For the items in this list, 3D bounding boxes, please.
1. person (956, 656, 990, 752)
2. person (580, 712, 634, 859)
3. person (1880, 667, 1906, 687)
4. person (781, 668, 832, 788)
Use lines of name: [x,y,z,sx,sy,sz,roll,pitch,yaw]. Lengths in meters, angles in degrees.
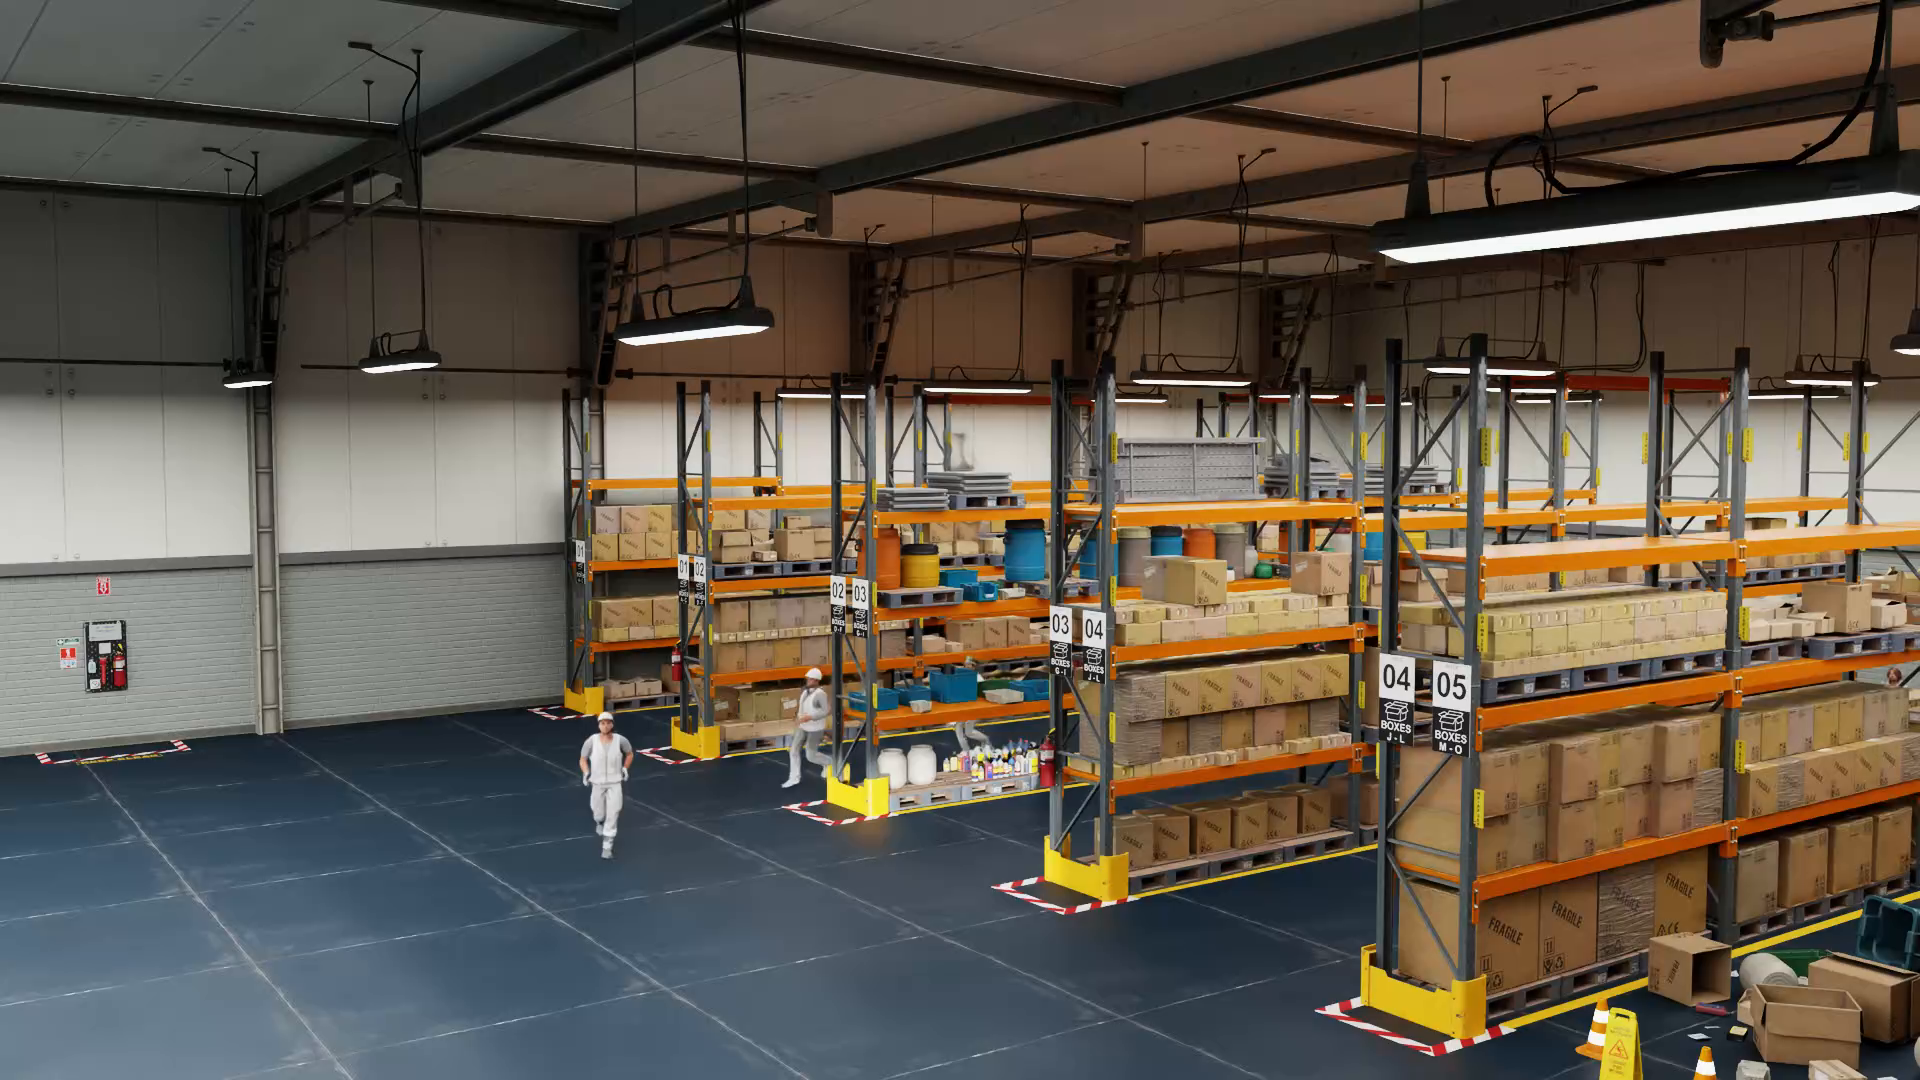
person: [0.174,2.646,26.362,0.589,1.647,0.615,-3,5,-42]
person: [-4.342,2.984,20.473,0.655,1.759,0.744,-1,4,-13]
person: [14.387,2.771,25.670,0.531,1.454,0.528,3,5,42]
person: [-2.136,2.742,24.331,0.862,1.764,0.697,-3,5,-40]
